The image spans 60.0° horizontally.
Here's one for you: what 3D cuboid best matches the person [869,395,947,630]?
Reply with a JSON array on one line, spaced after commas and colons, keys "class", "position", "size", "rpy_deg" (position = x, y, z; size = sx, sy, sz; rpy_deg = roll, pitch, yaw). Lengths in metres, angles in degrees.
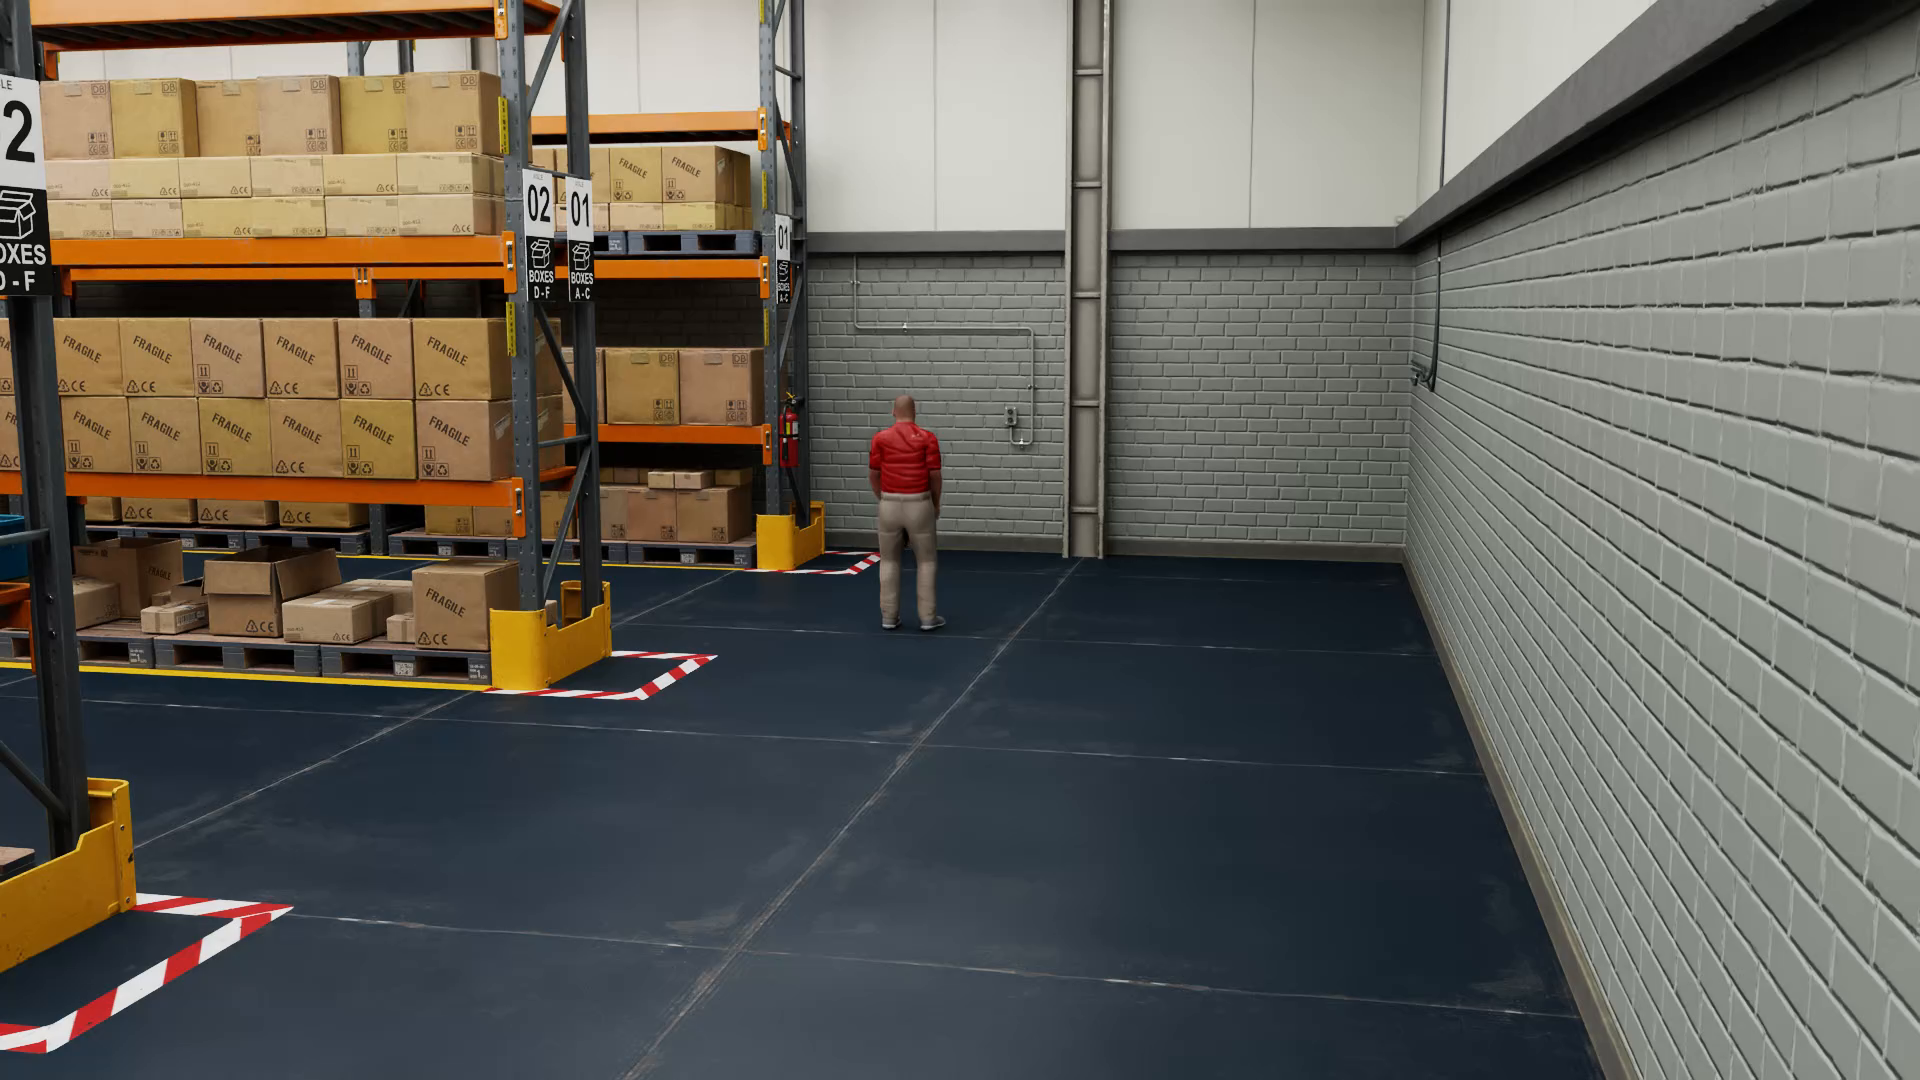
[{"class": "person", "position": [-0.393, -0.205, 12.321], "size": [0.551, 1.732, 0.393], "rpy_deg": [1, 8, 10]}]
